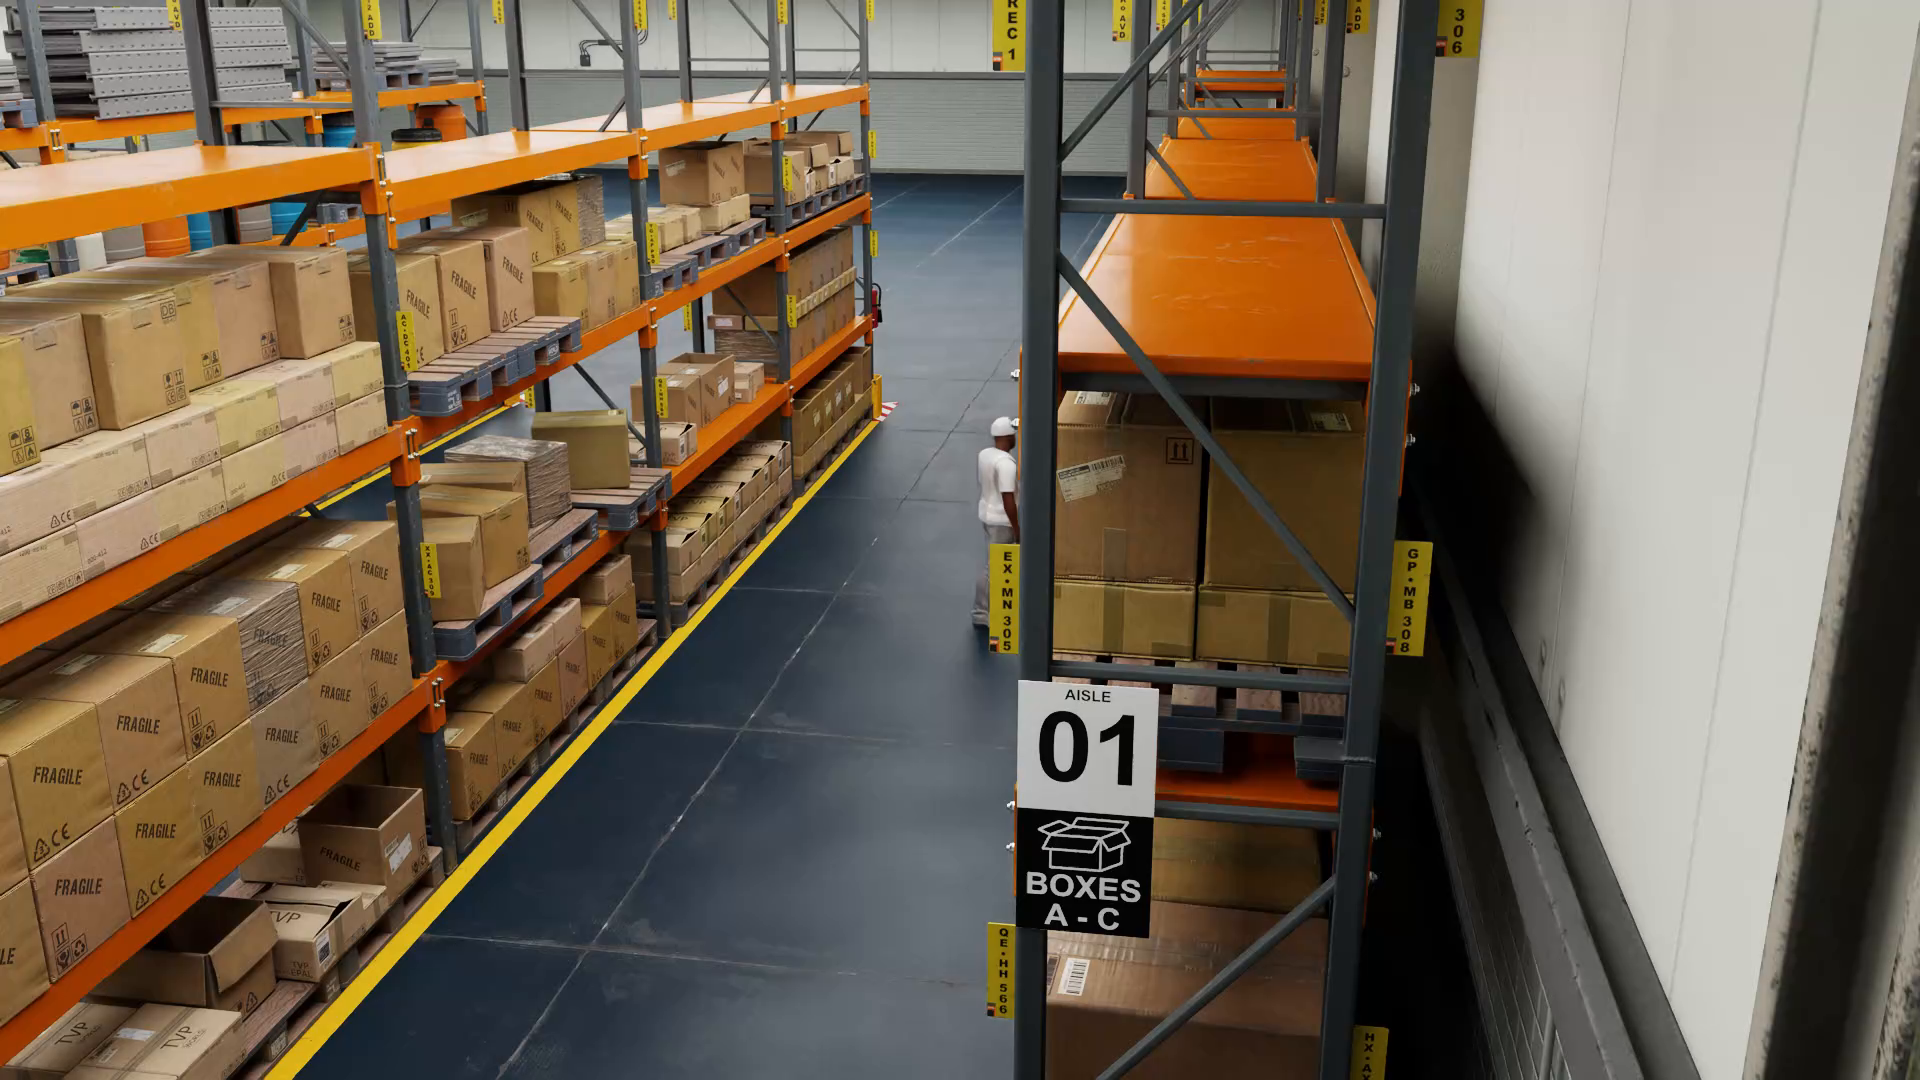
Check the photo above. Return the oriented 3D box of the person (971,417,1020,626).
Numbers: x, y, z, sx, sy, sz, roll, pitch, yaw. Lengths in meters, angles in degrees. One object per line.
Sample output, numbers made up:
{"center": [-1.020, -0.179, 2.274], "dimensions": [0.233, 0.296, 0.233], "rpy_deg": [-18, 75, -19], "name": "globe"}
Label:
{"center": [0.336, -0.162, 14.009], "dimensions": [0.556, 1.761, 0.581], "rpy_deg": [-5, 19, -16], "name": "person"}
